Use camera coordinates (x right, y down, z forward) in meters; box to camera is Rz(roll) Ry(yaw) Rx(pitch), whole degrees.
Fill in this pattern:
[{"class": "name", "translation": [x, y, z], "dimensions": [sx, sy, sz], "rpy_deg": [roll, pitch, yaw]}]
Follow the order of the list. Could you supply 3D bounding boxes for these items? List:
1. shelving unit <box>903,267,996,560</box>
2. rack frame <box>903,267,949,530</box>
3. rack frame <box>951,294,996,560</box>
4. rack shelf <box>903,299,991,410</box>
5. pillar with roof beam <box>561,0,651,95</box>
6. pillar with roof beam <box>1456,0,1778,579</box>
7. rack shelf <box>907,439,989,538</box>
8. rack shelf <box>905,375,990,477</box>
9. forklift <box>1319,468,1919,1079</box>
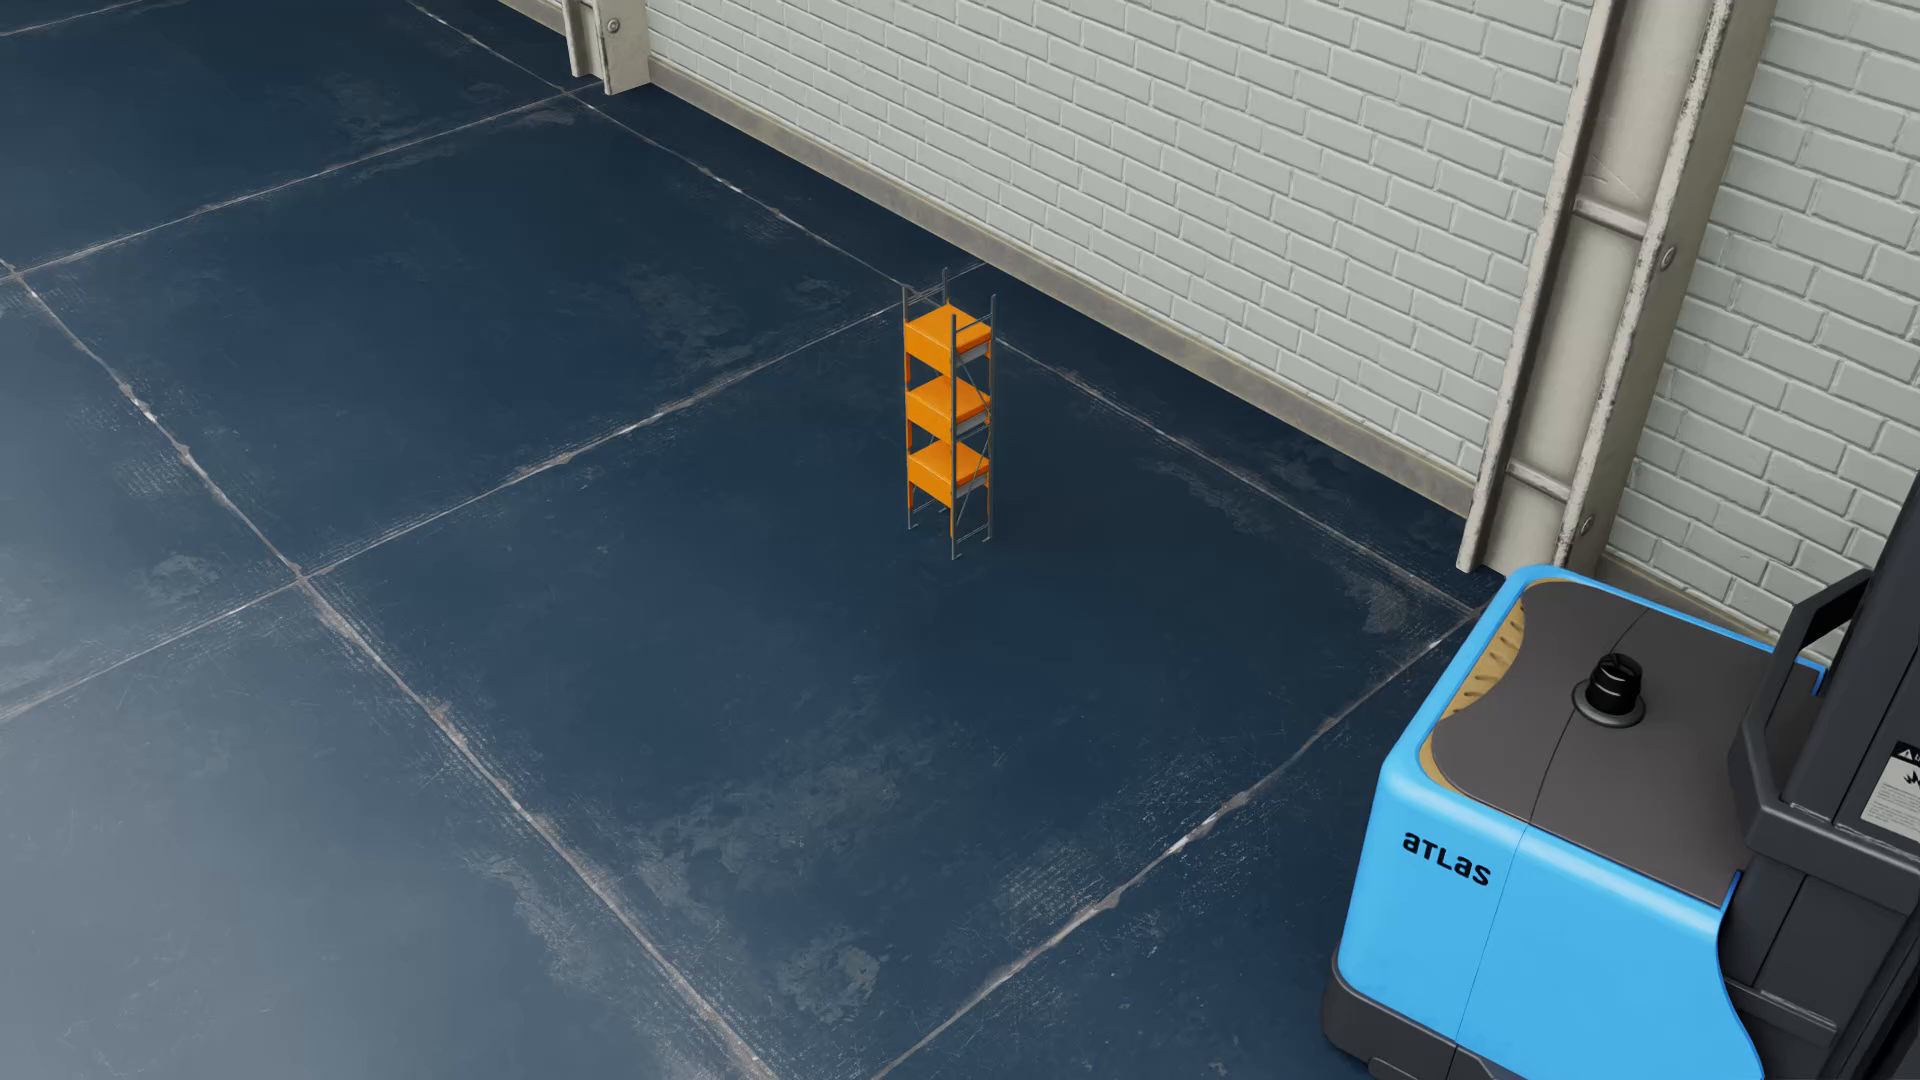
[{"class": "shelving unit", "translation": [-0.036, -0.433, 5.951], "dimensions": [0.215, 1.050, 0.252], "rpy_deg": [-30, 48, -32]}, {"class": "rack frame", "translation": [-0.119, -0.490, 6.021], "dimensions": [0.200, 1.050, 0.008], "rpy_deg": [-30, 48, -32]}, {"class": "rack frame", "translation": [0.046, -0.377, 5.881], "dimensions": [0.200, 1.050, 0.008], "rpy_deg": [-30, 48, -32]}, {"class": "rack shelf", "translation": [-0.036, -0.646, 5.779], "dimensions": [0.215, 0.259, 0.240], "rpy_deg": [-30, 48, -32]}, {"class": "pillar with roof beam", "translation": [-5.158, -4.325, 4.443], "dimensions": [9.100, 9.000, 0.400], "rpy_deg": [-30, 48, -32]}, {"class": "pillar with roof beam", "translation": [-1.100, -1.548, 1.005], "dimensions": [9.100, 9.000, 0.400], "rpy_deg": [-30, 48, -32]}, {"class": "rack shelf", "translation": [-0.036, -0.209, 6.132], "dimensions": [0.215, 0.259, 0.240], "rpy_deg": [-30, 48, -32]}, {"class": "rack shelf", "translation": [-0.036, -0.425, 5.957], "dimensions": [0.215, 0.259, 0.240], "rpy_deg": [-30, 48, -32]}, {"class": "forklift", "translation": [2.479, 0.512, 3.283], "dimensions": [3.031, 2.935, 1.130], "rpy_deg": [24, 44, 26]}]
